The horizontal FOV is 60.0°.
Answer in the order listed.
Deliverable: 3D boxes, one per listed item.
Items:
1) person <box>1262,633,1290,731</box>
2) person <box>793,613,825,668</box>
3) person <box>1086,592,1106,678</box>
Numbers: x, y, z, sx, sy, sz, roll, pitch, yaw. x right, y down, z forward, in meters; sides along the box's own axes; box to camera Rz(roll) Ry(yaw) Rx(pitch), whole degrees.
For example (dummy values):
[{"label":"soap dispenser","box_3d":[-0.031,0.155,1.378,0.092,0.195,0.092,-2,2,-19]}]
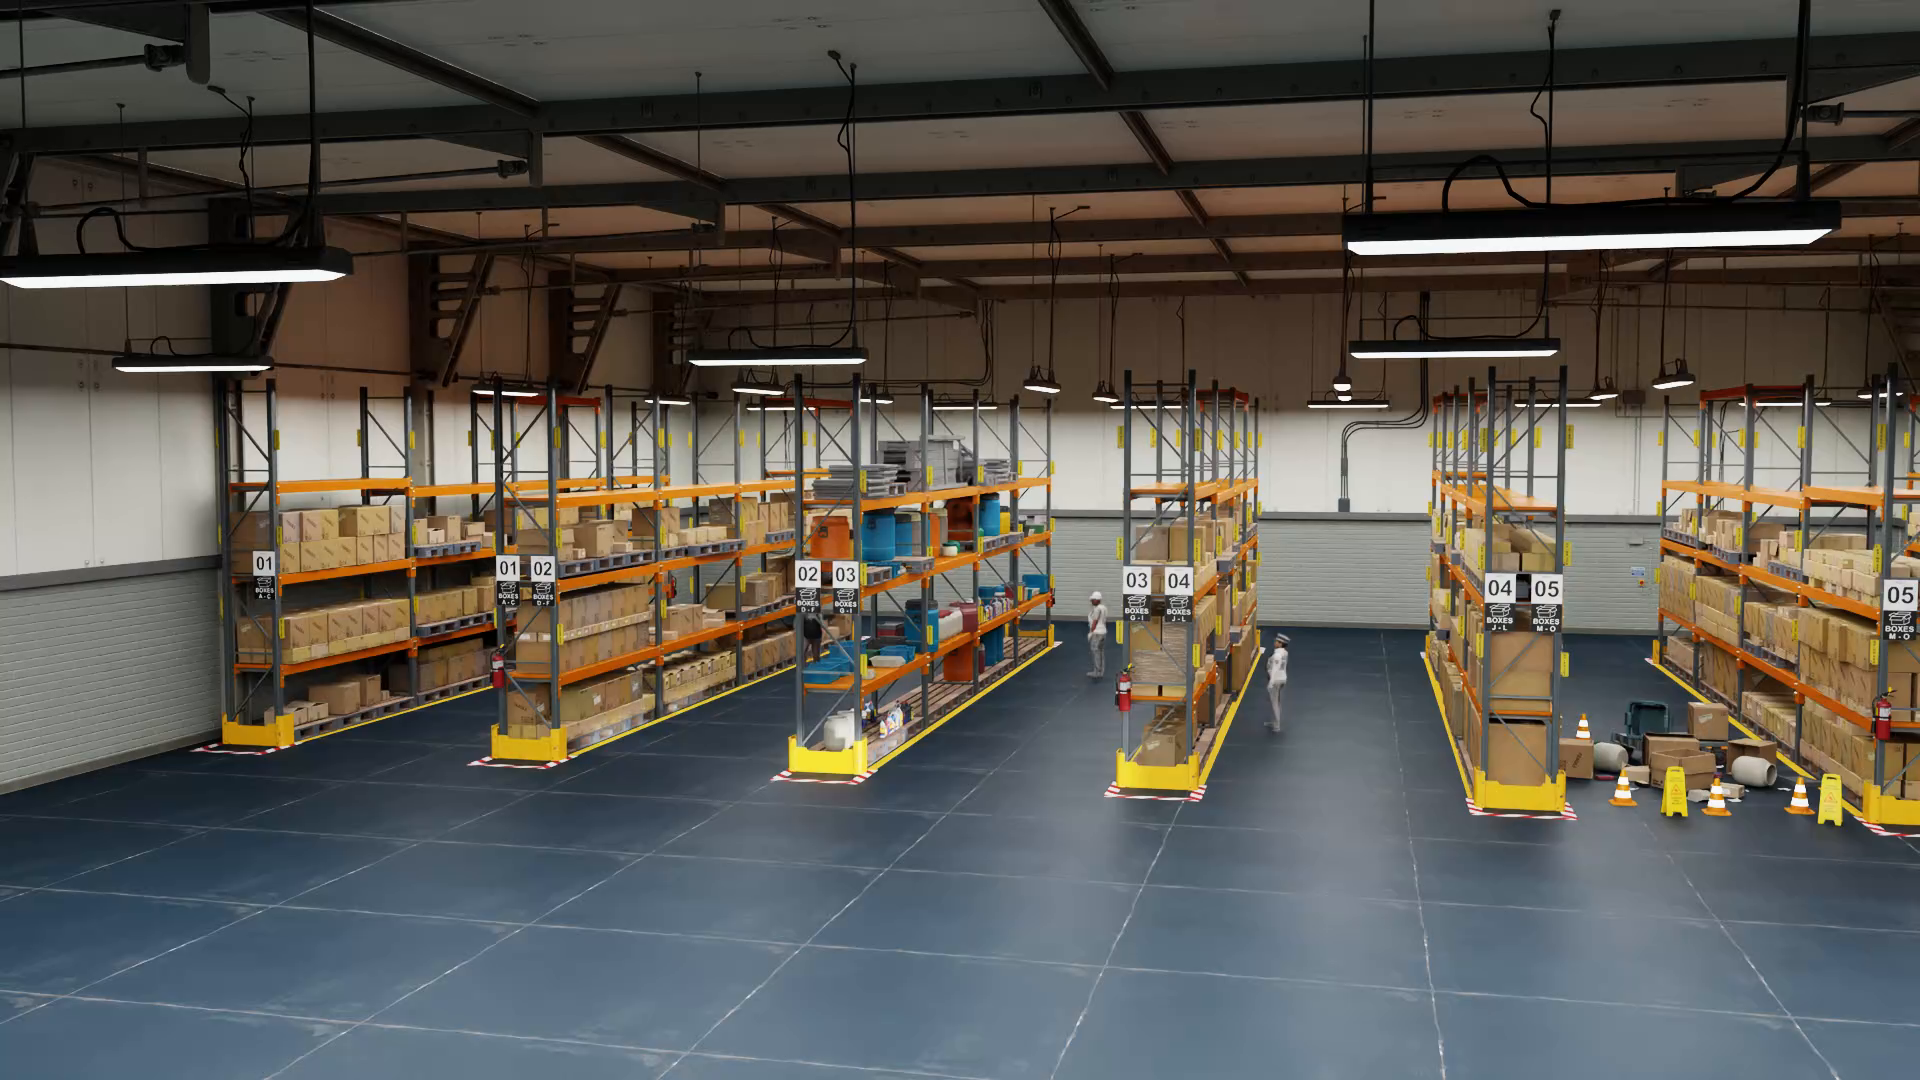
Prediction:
[{"label":"person","box_3d":[5.423,2.444,28.800,0.492,1.691,0.600,-3,5,-44]},{"label":"person","box_3d":[-3.129,2.068,34.802,0.752,1.703,0.983,1,4,12]},{"label":"person","box_3d":[2.860,1.987,34.948,0.413,1.793,0.563,1,4,20]}]
